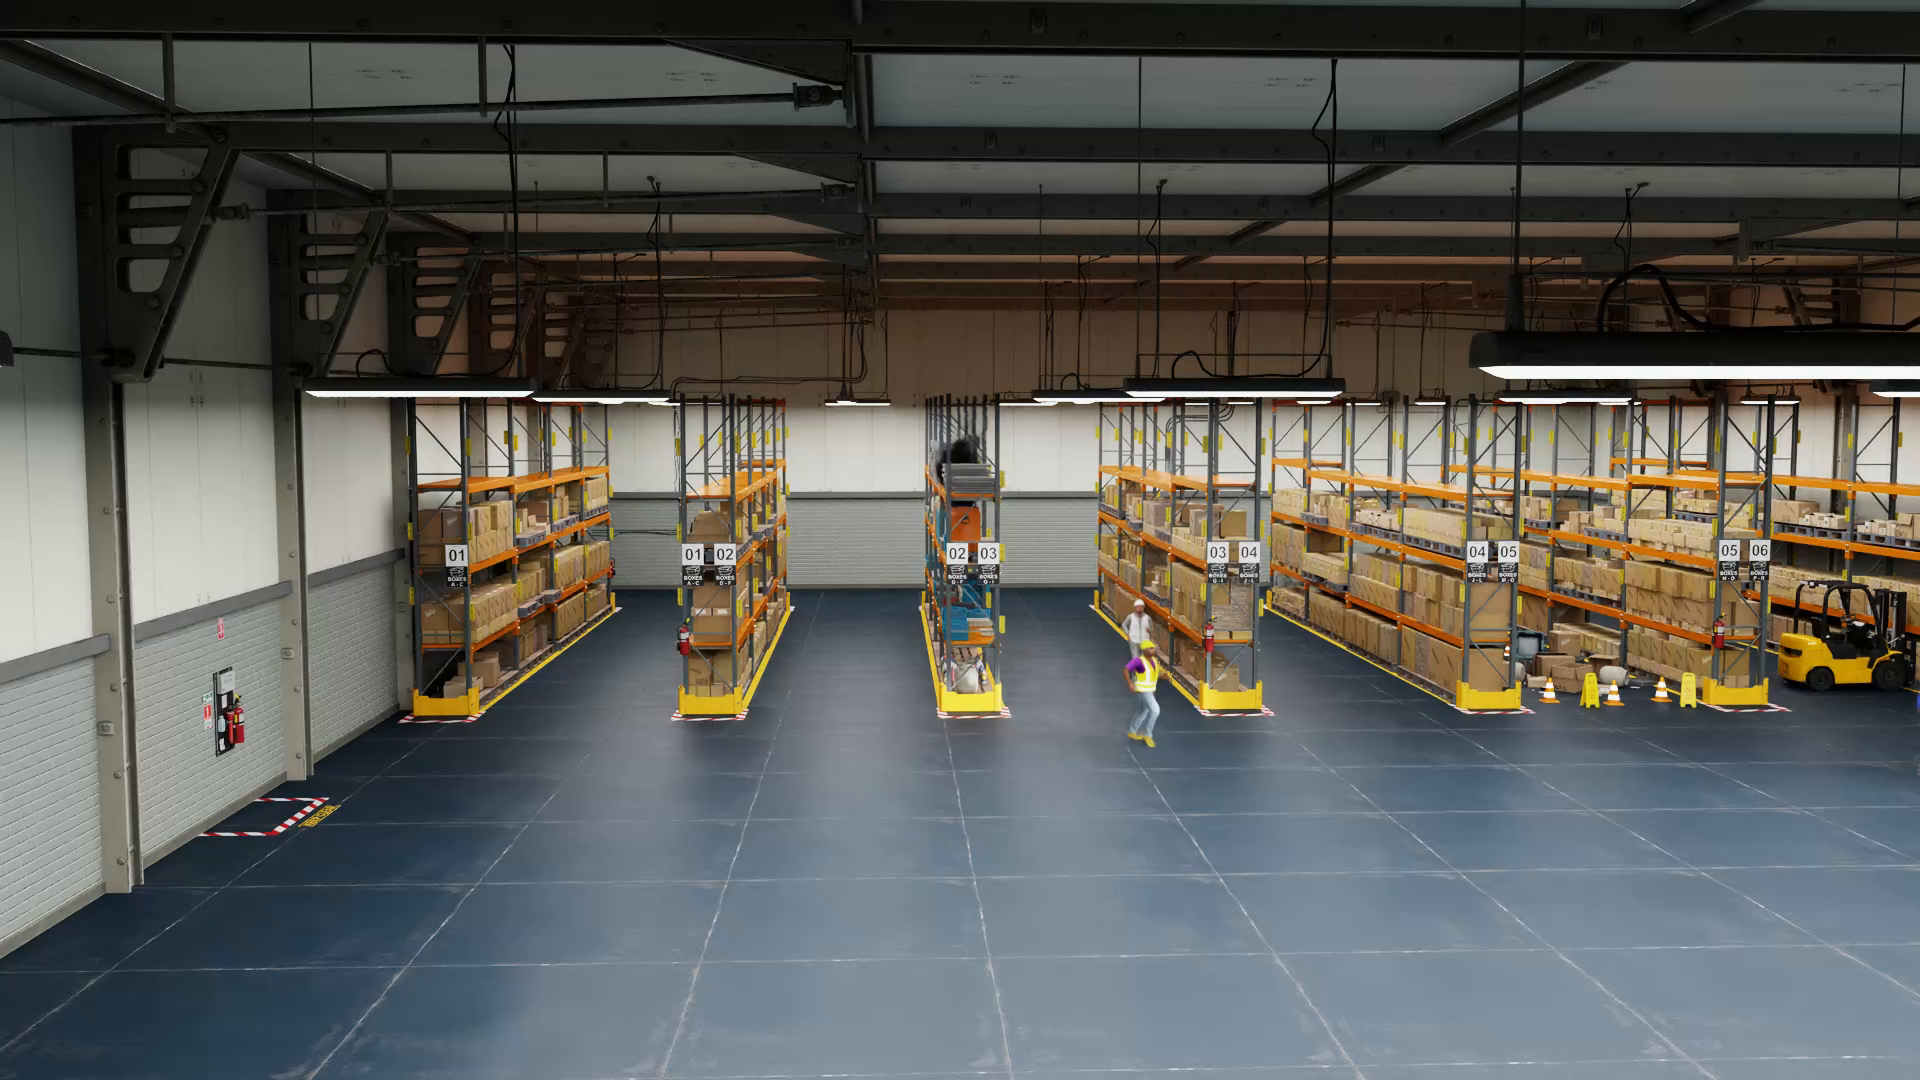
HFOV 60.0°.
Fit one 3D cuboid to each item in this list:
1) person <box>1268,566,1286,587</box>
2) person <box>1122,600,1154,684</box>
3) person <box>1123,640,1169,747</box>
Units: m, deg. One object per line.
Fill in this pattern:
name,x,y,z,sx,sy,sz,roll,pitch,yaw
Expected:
person,9.391,0.976,48.969,0.664,1.738,0.659,-1,5,-9
person,3.705,2.133,34.388,0.640,1.791,0.674,0,5,-5
person,3.186,2.616,28.395,0.761,1.818,0.679,3,5,30
